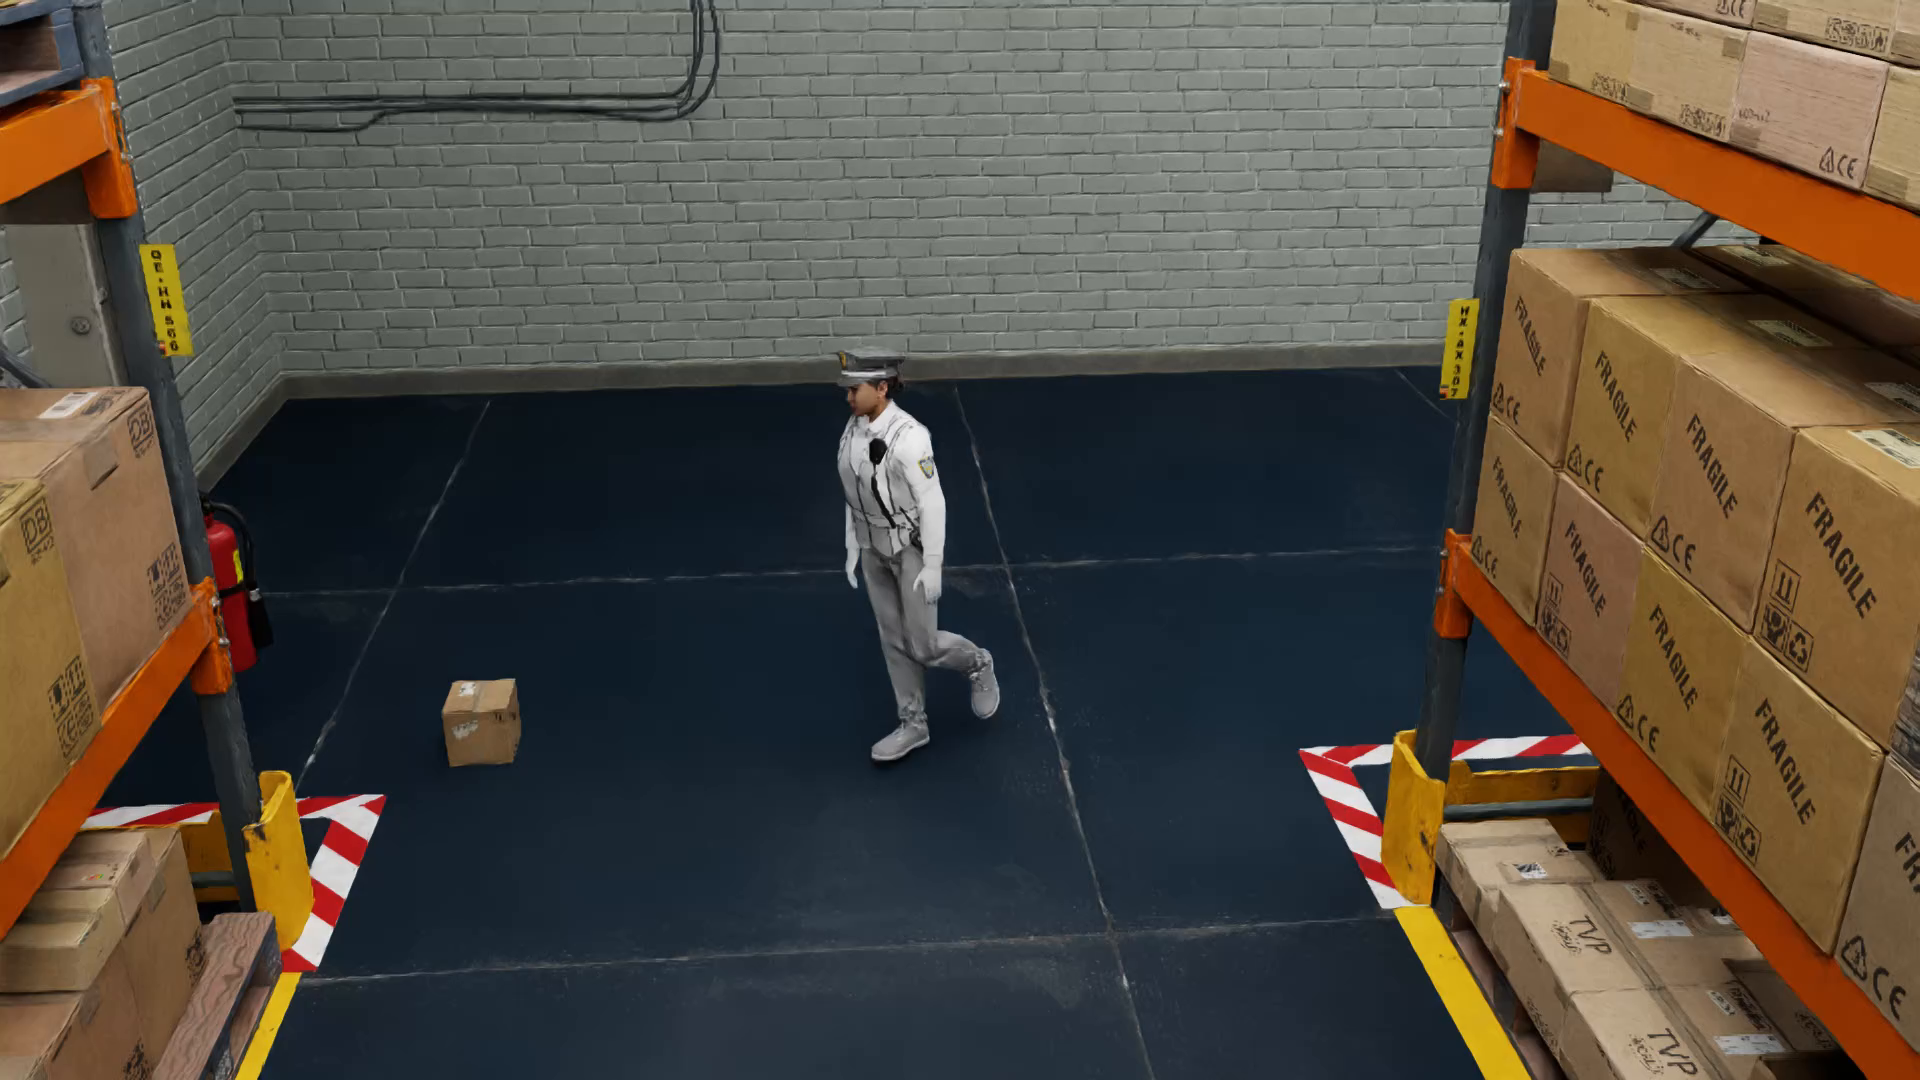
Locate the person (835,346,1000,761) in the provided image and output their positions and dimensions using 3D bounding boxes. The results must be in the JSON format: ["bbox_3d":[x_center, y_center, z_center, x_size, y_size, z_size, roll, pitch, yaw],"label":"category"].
[{"bbox_3d":[-0.193,0.024,6.510,0.590,1.640,0.513,-20,31,-38],"label":"person"}]
